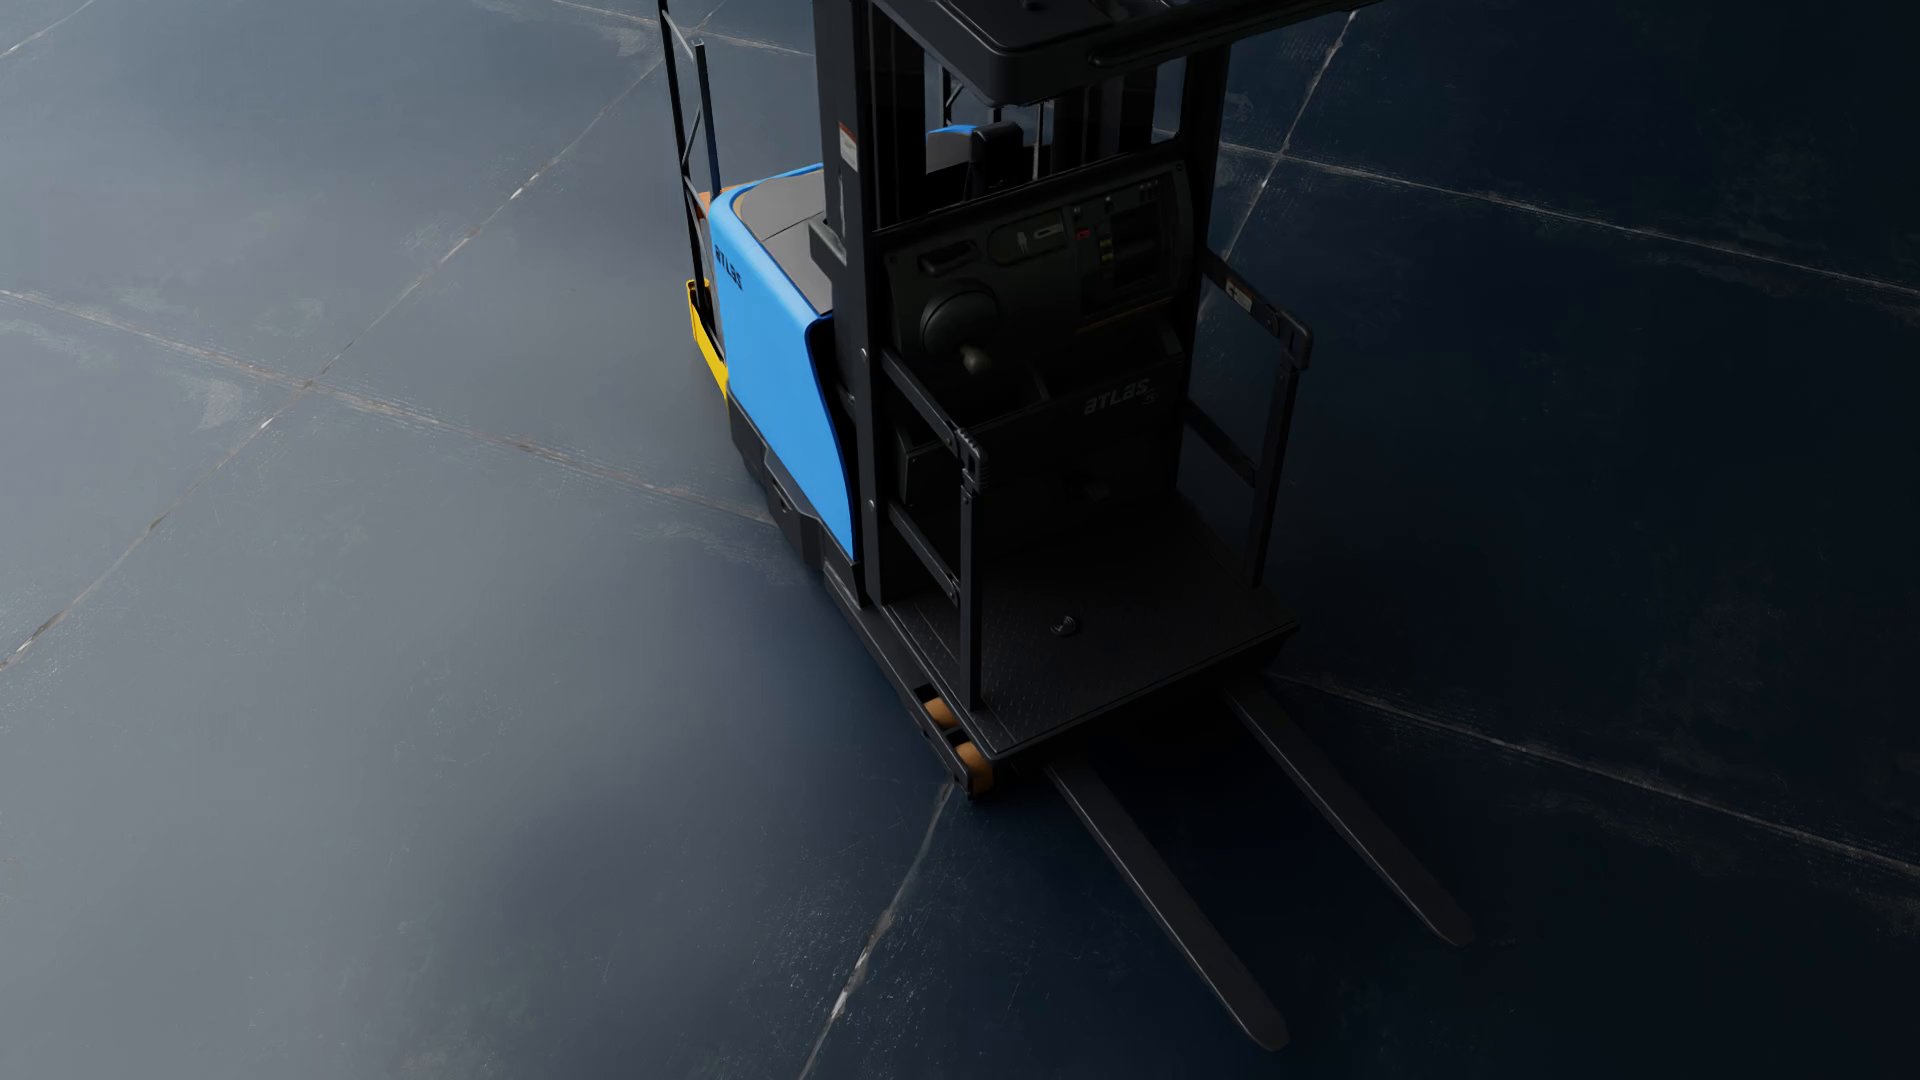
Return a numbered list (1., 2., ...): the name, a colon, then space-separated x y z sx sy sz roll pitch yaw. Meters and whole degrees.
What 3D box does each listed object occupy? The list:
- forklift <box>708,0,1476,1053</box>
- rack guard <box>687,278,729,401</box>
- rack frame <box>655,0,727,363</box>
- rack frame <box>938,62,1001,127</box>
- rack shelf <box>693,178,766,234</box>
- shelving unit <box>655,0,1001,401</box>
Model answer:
1. forklift: 0.331 -0.647 4.322 1.130 2.935 3.031 -22 49 -20
2. rack guard: -0.905 -0.726 6.302 0.087 0.250 0.587 -17 47 -16
3. rack frame: -0.906 -1.168 5.861 0.032 1.500 0.500 -17 47 -16
4. rack frame: 0.030 -1.447 6.141 0.032 1.500 0.500 -17 47 -16
5. rack shelf: -0.438 -1.180 6.128 1.000 0.185 0.538 -17 47 -16
6. shelving unit: -0.446 -1.305 5.999 1.083 1.500 0.587 -17 47 -16
